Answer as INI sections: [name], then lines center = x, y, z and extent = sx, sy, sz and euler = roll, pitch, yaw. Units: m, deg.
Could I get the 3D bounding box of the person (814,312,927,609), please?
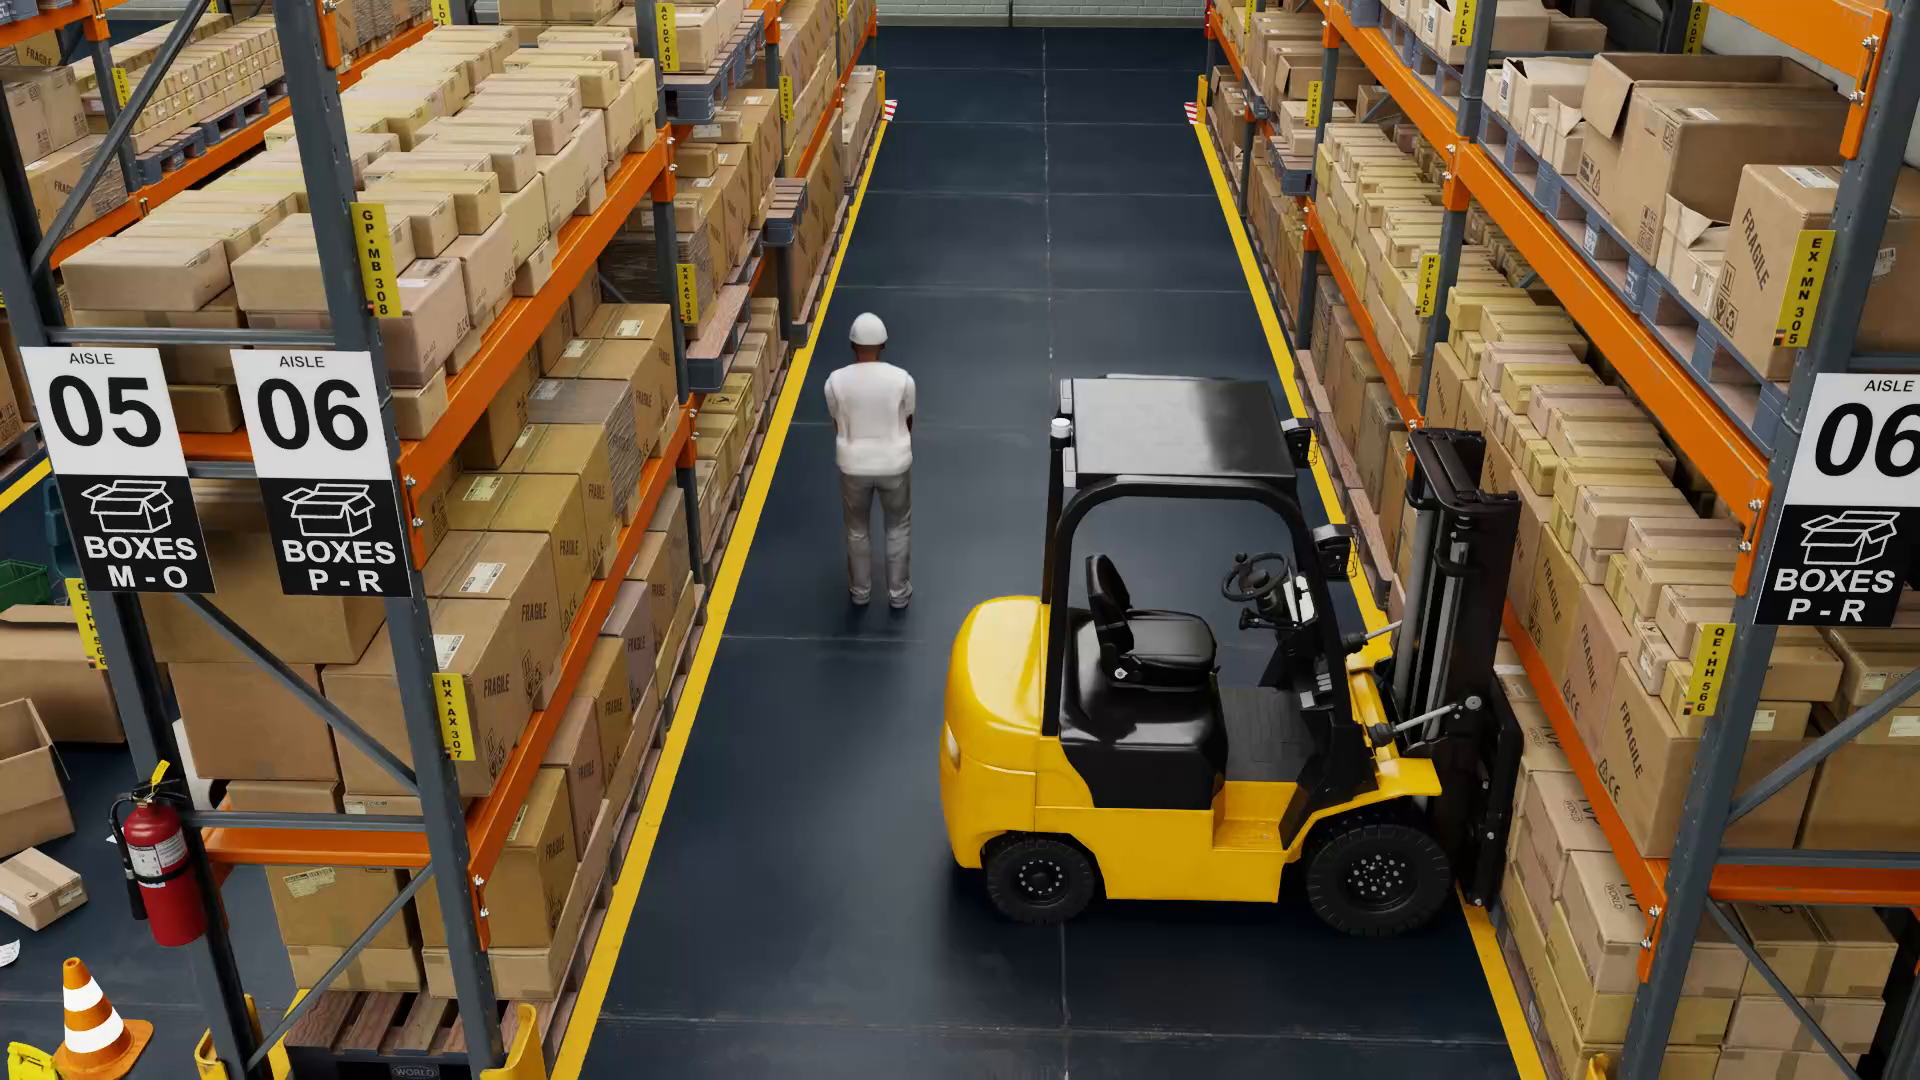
[person]
center = -0.502, -0.431, 9.420
extent = 0.633, 1.759, 0.462
euler = -2, 28, -3
